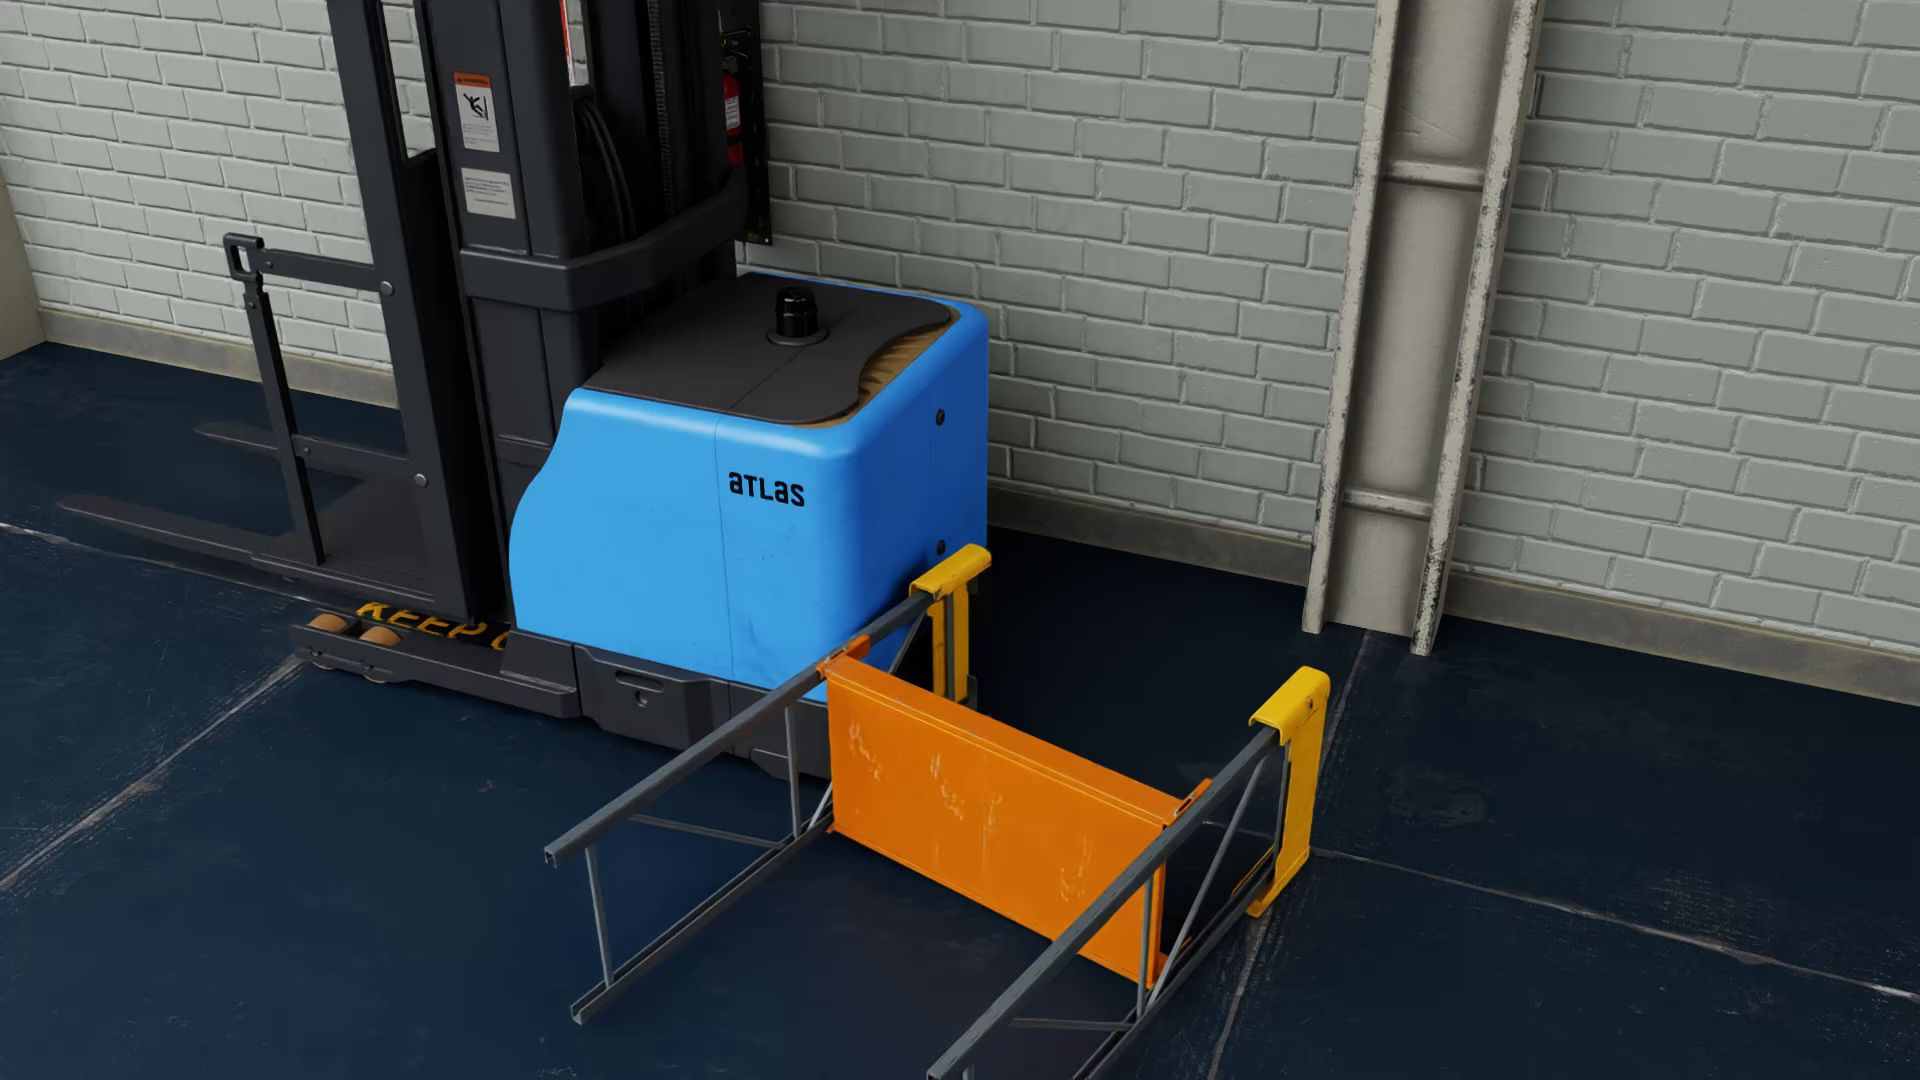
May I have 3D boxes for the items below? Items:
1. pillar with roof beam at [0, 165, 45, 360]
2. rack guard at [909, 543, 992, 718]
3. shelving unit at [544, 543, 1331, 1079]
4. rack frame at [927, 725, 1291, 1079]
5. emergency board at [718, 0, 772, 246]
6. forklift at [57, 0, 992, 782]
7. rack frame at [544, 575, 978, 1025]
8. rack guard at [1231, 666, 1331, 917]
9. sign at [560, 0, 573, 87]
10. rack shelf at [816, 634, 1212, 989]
[{"bbox_3d":[-5.861,-2.813,1.581,0.400,9.000,9.100,11,31,19],"label":"pillar with roof beam"},{"bbox_3d":[-0.022,0.320,4.551,0.087,0.587,0.250,20,36,31],"label":"rack guard"},{"bbox_3d":[0.003,0.718,3.859,1.083,0.587,1.500,20,36,31],"label":"shelving unit"},{"bbox_3d":[0.403,0.865,3.599,0.032,0.500,1.500,20,36,31],"label":"rack frame"},{"bbox_3d":[-0.958,-1.529,5.406,0.643,1.169,0.194,11,31,19],"label":"emergency board"},{"bbox_3d":[-1.471,-1.074,4.671,3.031,2.935,1.130,11,31,19],"label":"forklift"},{"bbox_3d":[-0.412,0.566,4.128,0.032,0.500,1.500,20,36,31],"label":"rack frame"},{"bbox_3d":[0.776,0.613,4.033,0.087,0.587,0.250,20,36,31],"label":"rack guard"},{"bbox_3d":[-1.432,-1.693,5.661,0.234,0.329,0.001,11,31,19],"label":"sign"},{"bbox_3d":[0.103,0.643,3.988,1.000,0.538,0.185,20,36,31],"label":"rack shelf"}]
